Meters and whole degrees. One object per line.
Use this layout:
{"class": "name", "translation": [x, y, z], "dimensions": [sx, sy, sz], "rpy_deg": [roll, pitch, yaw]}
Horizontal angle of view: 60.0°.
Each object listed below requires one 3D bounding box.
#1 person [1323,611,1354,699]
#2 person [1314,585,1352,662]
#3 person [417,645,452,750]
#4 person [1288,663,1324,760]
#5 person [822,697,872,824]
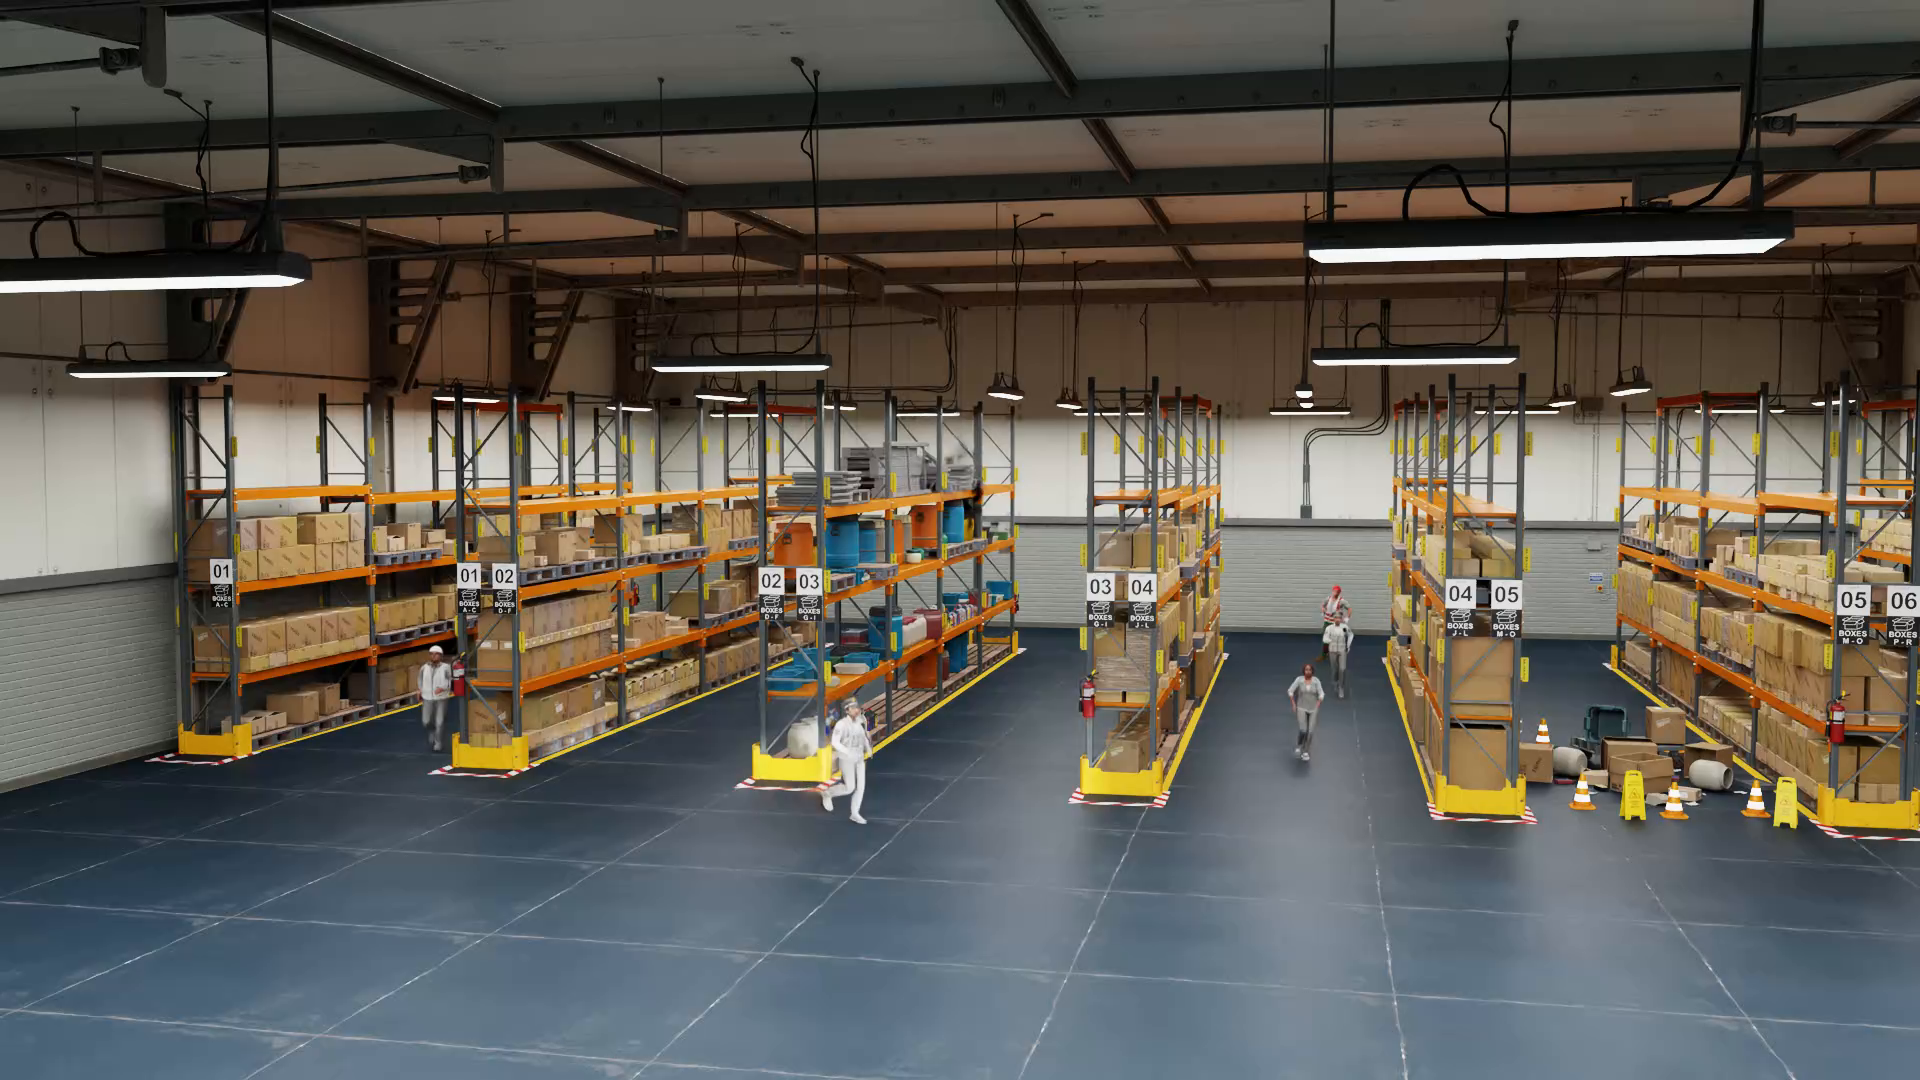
{"class": "person", "translation": [7.595, 2.289, 33.431], "dimensions": [0.598, 1.753, 0.777], "rpy_deg": [1, 3, 15]}
{"class": "person", "translation": [8.678, 1.939, 38.732], "dimensions": [0.752, 1.769, 0.882], "rpy_deg": [3, 4, 43]}
{"class": "person", "translation": [-8.650, 2.606, 27.365], "dimensions": [0.652, 1.728, 0.543], "rpy_deg": [0, 3, -3]}
{"class": "person", "translation": [5.526, 2.781, 26.448], "dimensions": [0.543, 1.475, 0.575], "rpy_deg": [0, 3, 0]}
{"class": "person", "translation": [-1.491, 2.932, 22.320], "dimensions": [0.695, 1.687, 0.622], "rpy_deg": [3, 4, 43]}
